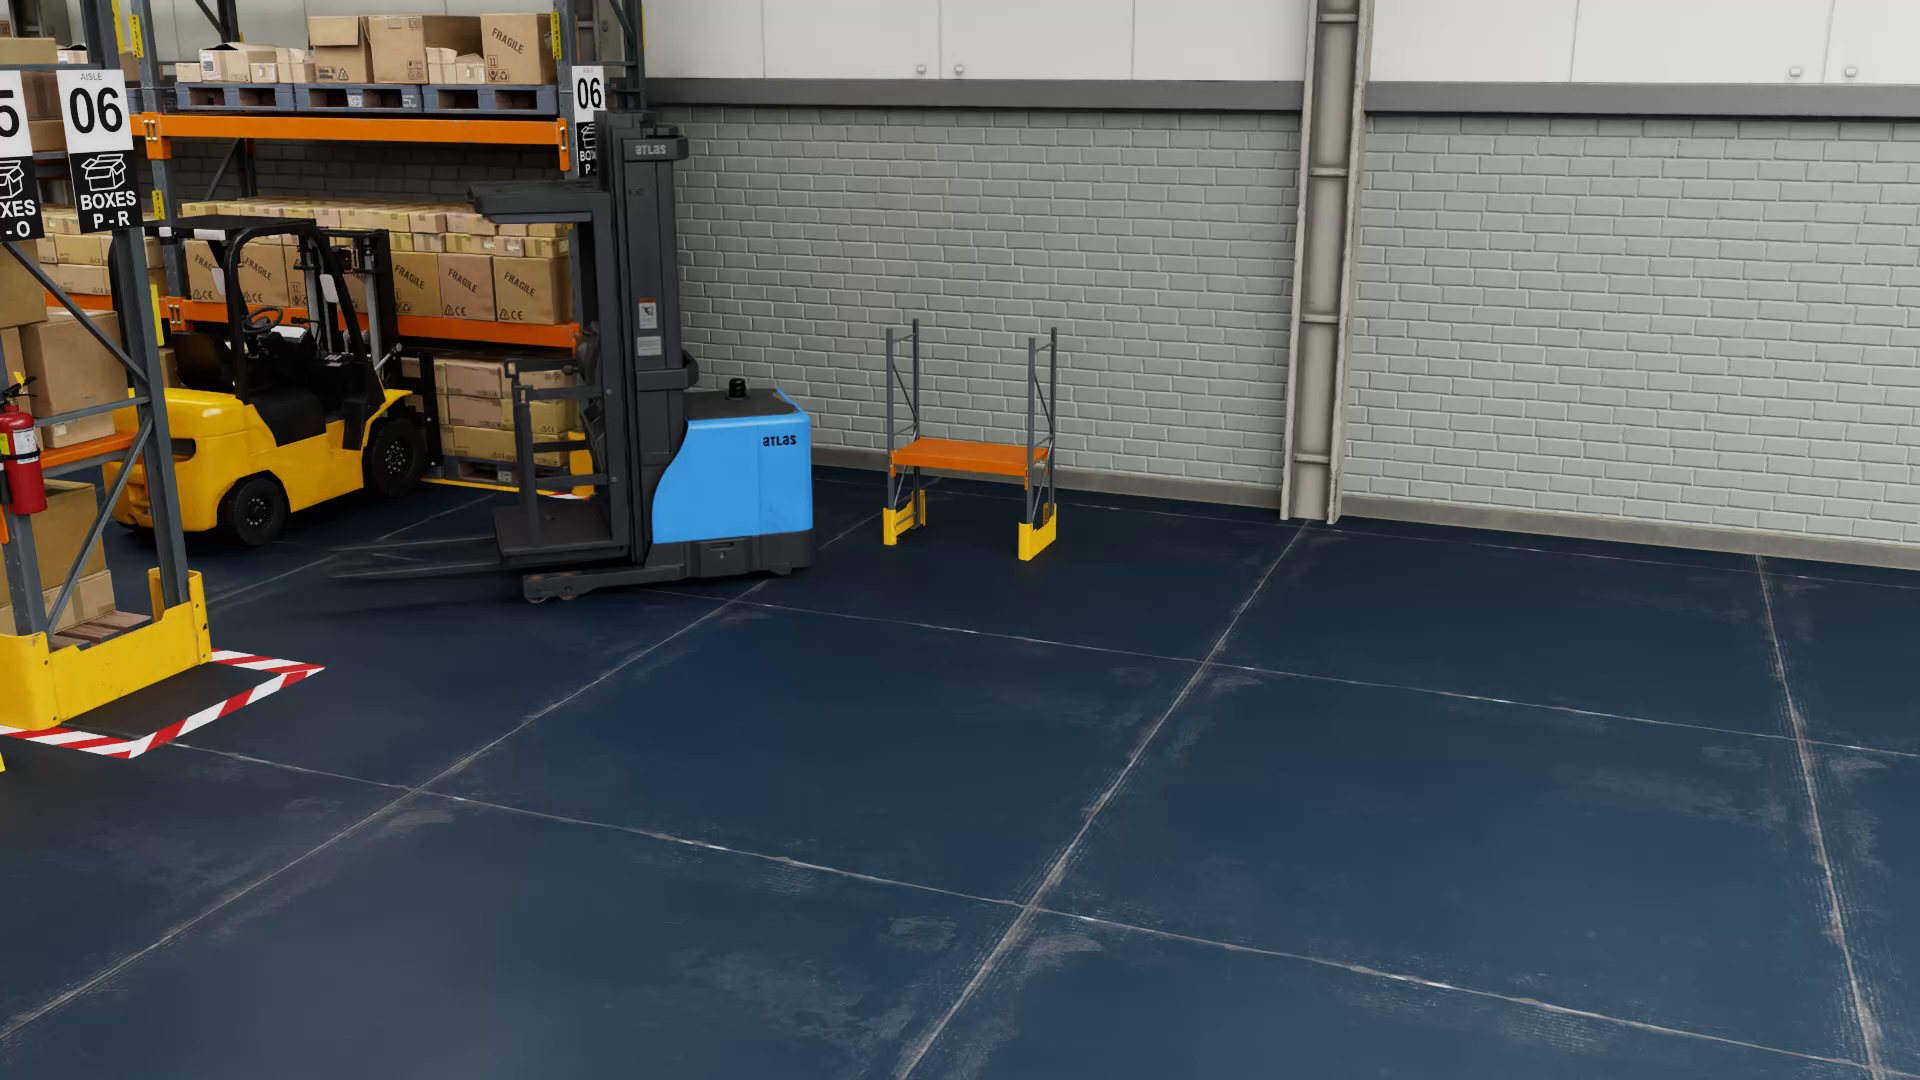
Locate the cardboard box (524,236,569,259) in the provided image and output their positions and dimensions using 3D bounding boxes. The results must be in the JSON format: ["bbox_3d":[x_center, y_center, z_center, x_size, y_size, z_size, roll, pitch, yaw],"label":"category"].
[{"bbox_3d":[-3.103,-2.246,12.686,0.250,0.149,0.380,7,17,21],"label":"cardboard box"}]

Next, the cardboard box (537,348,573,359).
[{"bbox_3d":[-3.055,-1.383,13.442,0.500,0.250,0.500,6,17,20],"label":"cardboard box"}]

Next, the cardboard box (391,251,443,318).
[{"bbox_3d":[-4.188,-2.061,13.214,0.500,0.500,0.500,6,17,20],"label":"cardboard box"}]

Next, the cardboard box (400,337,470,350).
[{"bbox_3d":[-4.457,-1.541,13.987,0.500,0.250,0.500,6,17,20],"label":"cardboard box"}]

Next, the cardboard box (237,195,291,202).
[{"bbox_3d":[-5.991,-2.881,14.339,0.250,0.149,0.380,6,17,21],"label":"cardboard box"}]

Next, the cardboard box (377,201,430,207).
[{"bbox_3d":[-4.587,-2.707,13.742,0.250,0.149,0.380,7,18,22],"label":"cardboard box"}]

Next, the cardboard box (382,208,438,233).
[{"bbox_3d":[-4.312,-2.512,13.071,0.250,0.149,0.380,7,17,22],"label":"cardboard box"}]

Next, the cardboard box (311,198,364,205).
[{"bbox_3d":[-5.266,-2.811,14.100,0.250,0.149,0.380,6,17,20],"label":"cardboard box"}]

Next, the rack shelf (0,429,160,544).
[{"bbox_3d":[-6.356,-0.495,9.288,4.000,0.370,1.077,6,17,21],"label":"rack shelf"}]

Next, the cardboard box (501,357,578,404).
[{"bbox_3d":[-3.220,-1.251,12.987,0.500,0.250,0.500,7,18,22],"label":"cardboard box"}]

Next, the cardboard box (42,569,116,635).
[{"bbox_3d":[-5.144,0.329,9.339,0.500,0.250,0.500,6,17,20],"label":"cardboard box"}]

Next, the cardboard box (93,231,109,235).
[{"bbox_3d":[-7.253,-2.730,14.353,0.250,0.149,0.380,6,17,21],"label":"cardboard box"}]

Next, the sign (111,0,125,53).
[{"bbox_3d":[-4.297,-2.637,8.427,0.005,0.325,0.100,6,17,21],"label":"sign"}]

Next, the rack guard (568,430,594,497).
[{"bbox_3d":[-2.655,-0.720,13.258,0.348,0.500,1.175,6,17,21],"label":"rack guard"}]

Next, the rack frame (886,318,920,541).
[{"bbox_3d":[-0.394,-0.764,11.614,0.032,1.500,0.500,6,17,21],"label":"rack frame"}]

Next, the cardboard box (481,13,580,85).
[{"bbox_3d":[-3.179,-3.644,12.352,0.500,0.500,0.500,7,18,22],"label":"cardboard box"}]

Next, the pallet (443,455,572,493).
[{"bbox_3d":[-3.404,-0.652,13.539,1.213,0.211,1.003,6,17,21],"label":"pallet"}]

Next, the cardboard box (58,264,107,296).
[{"bbox_3d":[-7.433,-2.294,14.465,0.500,0.250,0.500,6,17,20],"label":"cardboard box"}]

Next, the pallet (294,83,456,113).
[{"bbox_3d":[-4.465,-3.525,13.213,1.213,0.211,1.003,6,17,21],"label":"pallet"}]

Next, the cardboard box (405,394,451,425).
[{"bbox_3d":[-4.196,-1.115,13.415,0.500,0.250,0.500,6,17,19],"label":"cardboard box"}]

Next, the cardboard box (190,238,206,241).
[{"bbox_3d":[-6.199,-2.591,13.876,0.250,0.149,0.380,6,17,20],"label":"cardboard box"}]

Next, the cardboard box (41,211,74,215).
[{"bbox_3d":[-7.998,-2.792,14.569,0.250,0.149,0.380,6,17,21],"label":"cardboard box"}]

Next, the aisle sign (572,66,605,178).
[{"bbox_3d":[-2.724,-3.089,12.270,0.004,0.787,0.394,6,17,21],"label":"aisle sign"}]

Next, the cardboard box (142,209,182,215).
[{"bbox_3d":[-7.109,-2.850,14.769,0.250,0.149,0.380,6,17,20],"label":"cardboard box"}]

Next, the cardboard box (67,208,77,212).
[{"bbox_3d":[-7.814,-2.928,15.035,0.250,0.149,0.380,6,17,20],"label":"cardboard box"}]

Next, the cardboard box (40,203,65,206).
[{"bbox_3d":[-8.509,-3.022,15.362,0.250,0.149,0.380,6,17,20],"label":"cardboard box"}]

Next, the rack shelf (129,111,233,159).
[{"bbox_3d":[-8.259,-3.632,14.715,4.000,0.370,1.077,6,17,21],"label":"rack shelf"}]

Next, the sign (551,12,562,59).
[{"bbox_3d":[-2.890,-3.612,11.908,0.005,0.325,0.100,6,17,21],"label":"sign"}]

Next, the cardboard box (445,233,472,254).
[{"bbox_3d":[-3.797,-2.335,12.993,0.250,0.149,0.380,6,17,20],"label":"cardboard box"}]

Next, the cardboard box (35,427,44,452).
[{"bbox_3d":[-4.922,-0.498,8.458,0.250,0.149,0.380,7,18,22],"label":"cardboard box"}]

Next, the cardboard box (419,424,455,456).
[{"bbox_3d":[-4.152,-0.877,13.494,0.500,0.250,0.500,6,17,21],"label":"cardboard box"}]

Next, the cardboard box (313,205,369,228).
[{"bbox_3d":[-4.984,-2.614,13.421,0.250,0.149,0.380,6,17,20],"label":"cardboard box"}]

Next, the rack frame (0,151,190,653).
[{"bbox_3d":[-4.495,-0.636,8.483,0.127,3.000,1.000,6,17,21],"label":"rack frame"}]

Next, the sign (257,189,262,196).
[{"bbox_3d":[-6.197,-2.930,14.692,0.005,0.325,0.100,6,17,21],"label":"sign"}]

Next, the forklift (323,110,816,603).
[{"bbox_3d":[-2.521,-1.182,10.489,3.031,2.935,1.130,-5,17,-17],"label":"forklift"}]

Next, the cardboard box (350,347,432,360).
[{"bbox_3d":[-4.639,-1.404,13.516,0.500,0.250,0.500,6,17,20],"label":"cardboard box"}]

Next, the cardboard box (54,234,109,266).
[{"bbox_3d":[-7.431,-2.535,14.398,0.500,0.250,0.500,6,17,19],"label":"cardboard box"}]

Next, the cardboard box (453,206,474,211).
[{"bbox_3d":[-3.873,-2.624,13.455,0.250,0.149,0.380,7,18,22],"label":"cardboard box"}]

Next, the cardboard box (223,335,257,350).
[{"bbox_3d":[-6.064,-1.563,14.062,0.500,0.250,0.500,6,17,20],"label":"cardboard box"}]

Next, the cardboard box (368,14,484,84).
[{"bbox_3d":[-4.095,-3.774,12.802,0.500,0.500,0.700,6,17,21],"label":"cardboard box"}]

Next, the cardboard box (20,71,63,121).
[{"bbox_3d":[-4.865,-2.267,8.459,0.500,0.250,0.500,6,17,20],"label":"cardboard box"}]

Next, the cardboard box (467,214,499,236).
[{"bbox_3d":[-3.582,-2.445,12.837,0.250,0.149,0.380,7,17,22],"label":"cardboard box"}]

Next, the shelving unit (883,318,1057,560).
[{"bbox_3d":[0.071,-0.712,11.438,1.083,1.500,0.587,6,17,21],"label":"shelving unit"}]

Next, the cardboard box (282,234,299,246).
[{"bbox_3d":[-5.259,-2.474,13.472,0.250,0.149,0.380,6,17,20],"label":"cardboard box"}]

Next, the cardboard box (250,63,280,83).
[{"bbox_3d":[-5.378,-3.699,13.172,0.250,0.149,0.380,7,18,22],"label":"cardboard box"}]

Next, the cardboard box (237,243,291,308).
[{"bbox_3d":[-5.591,-2.218,13.755,0.500,0.500,0.500,7,17,22],"label":"cardboard box"}]

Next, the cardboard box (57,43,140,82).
[{"bbox_3d":[-7.161,-3.991,13.887,0.500,0.311,0.500,6,17,19],"label":"cardboard box"}]

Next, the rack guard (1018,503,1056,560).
[{"bbox_3d":[0.534,-0.061,11.436,0.087,0.250,0.587,6,17,21],"label":"rack guard"}]

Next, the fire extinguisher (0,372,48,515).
[{"bbox_3d":[-4.558,-0.467,8.041,0.183,0.674,0.296,6,17,21],"label":"fire extinguisher"}]

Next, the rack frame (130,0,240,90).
[{"bbox_3d":[-6.399,-5.213,13.491,0.127,3.000,1.000,6,17,21],"label":"rack frame"}]

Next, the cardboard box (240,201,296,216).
[{"bbox_3d":[-5.694,-2.698,13.711,0.250,0.149,0.380,6,17,20],"label":"cardboard box"}]

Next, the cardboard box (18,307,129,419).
[{"bbox_3d":[-4.834,-0.947,8.842,0.500,0.500,0.500,6,17,20],"label":"cardboard box"}]

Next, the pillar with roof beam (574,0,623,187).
[{"bbox_3d":[-4.574,-3.993,9.286,0.400,9.000,9.100,6,17,21],"label":"pillar with roof beam"}]
